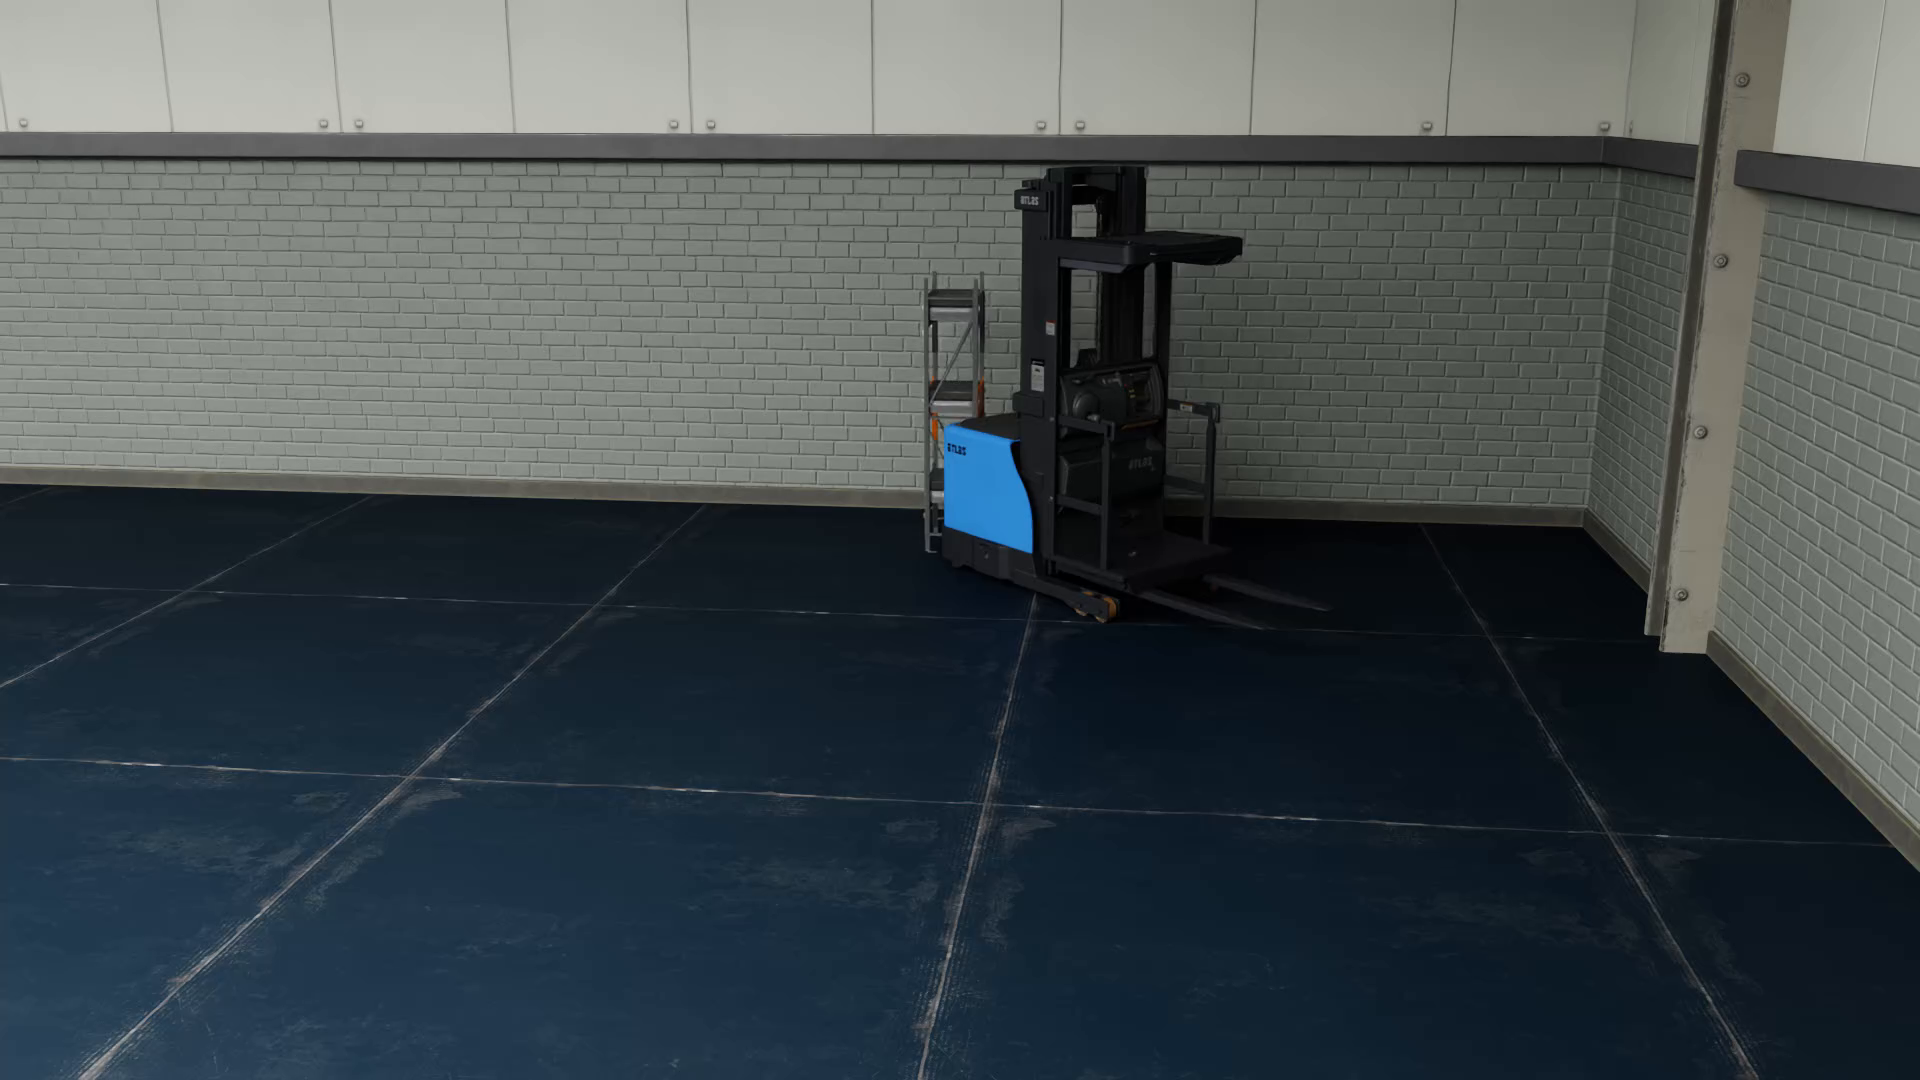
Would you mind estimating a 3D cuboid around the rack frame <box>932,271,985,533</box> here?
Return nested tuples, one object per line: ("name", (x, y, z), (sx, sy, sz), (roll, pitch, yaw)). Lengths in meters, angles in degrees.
("rack frame", (-0.011, -1.041, 12.988), (0.400, 2.100, 0.015), (2, 15, 6))

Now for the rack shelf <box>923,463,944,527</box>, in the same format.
("rack shelf", (-0.039, -0.289, 12.941), (0.431, 0.518, 0.480), (2, 15, 6))

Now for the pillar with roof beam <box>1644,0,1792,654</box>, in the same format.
("pillar with roof beam", (0.342, -3.808, 10.007), (9.100, 9.000, 0.400), (2, 15, 6))

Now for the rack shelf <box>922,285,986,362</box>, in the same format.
("rack shelf", (-0.039, -1.640, 12.574), (0.431, 0.518, 0.480), (2, 15, 6))

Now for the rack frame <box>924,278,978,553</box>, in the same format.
("rack frame", (-0.067, -0.914, 12.520), (0.400, 2.100, 0.015), (2, 15, 6))

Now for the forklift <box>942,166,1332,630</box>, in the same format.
("forklift", (1.182, -1.010, 11.284), (1.130, 2.935, 3.031), (-12, 19, -37))

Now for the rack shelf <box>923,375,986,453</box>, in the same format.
("rack shelf", (-0.039, -0.965, 12.758), (0.431, 0.518, 0.480), (2, 15, 6))

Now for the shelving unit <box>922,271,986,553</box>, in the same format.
("shelving unit", (-0.039, -0.978, 12.754), (0.431, 2.100, 0.503), (2, 15, 6))
